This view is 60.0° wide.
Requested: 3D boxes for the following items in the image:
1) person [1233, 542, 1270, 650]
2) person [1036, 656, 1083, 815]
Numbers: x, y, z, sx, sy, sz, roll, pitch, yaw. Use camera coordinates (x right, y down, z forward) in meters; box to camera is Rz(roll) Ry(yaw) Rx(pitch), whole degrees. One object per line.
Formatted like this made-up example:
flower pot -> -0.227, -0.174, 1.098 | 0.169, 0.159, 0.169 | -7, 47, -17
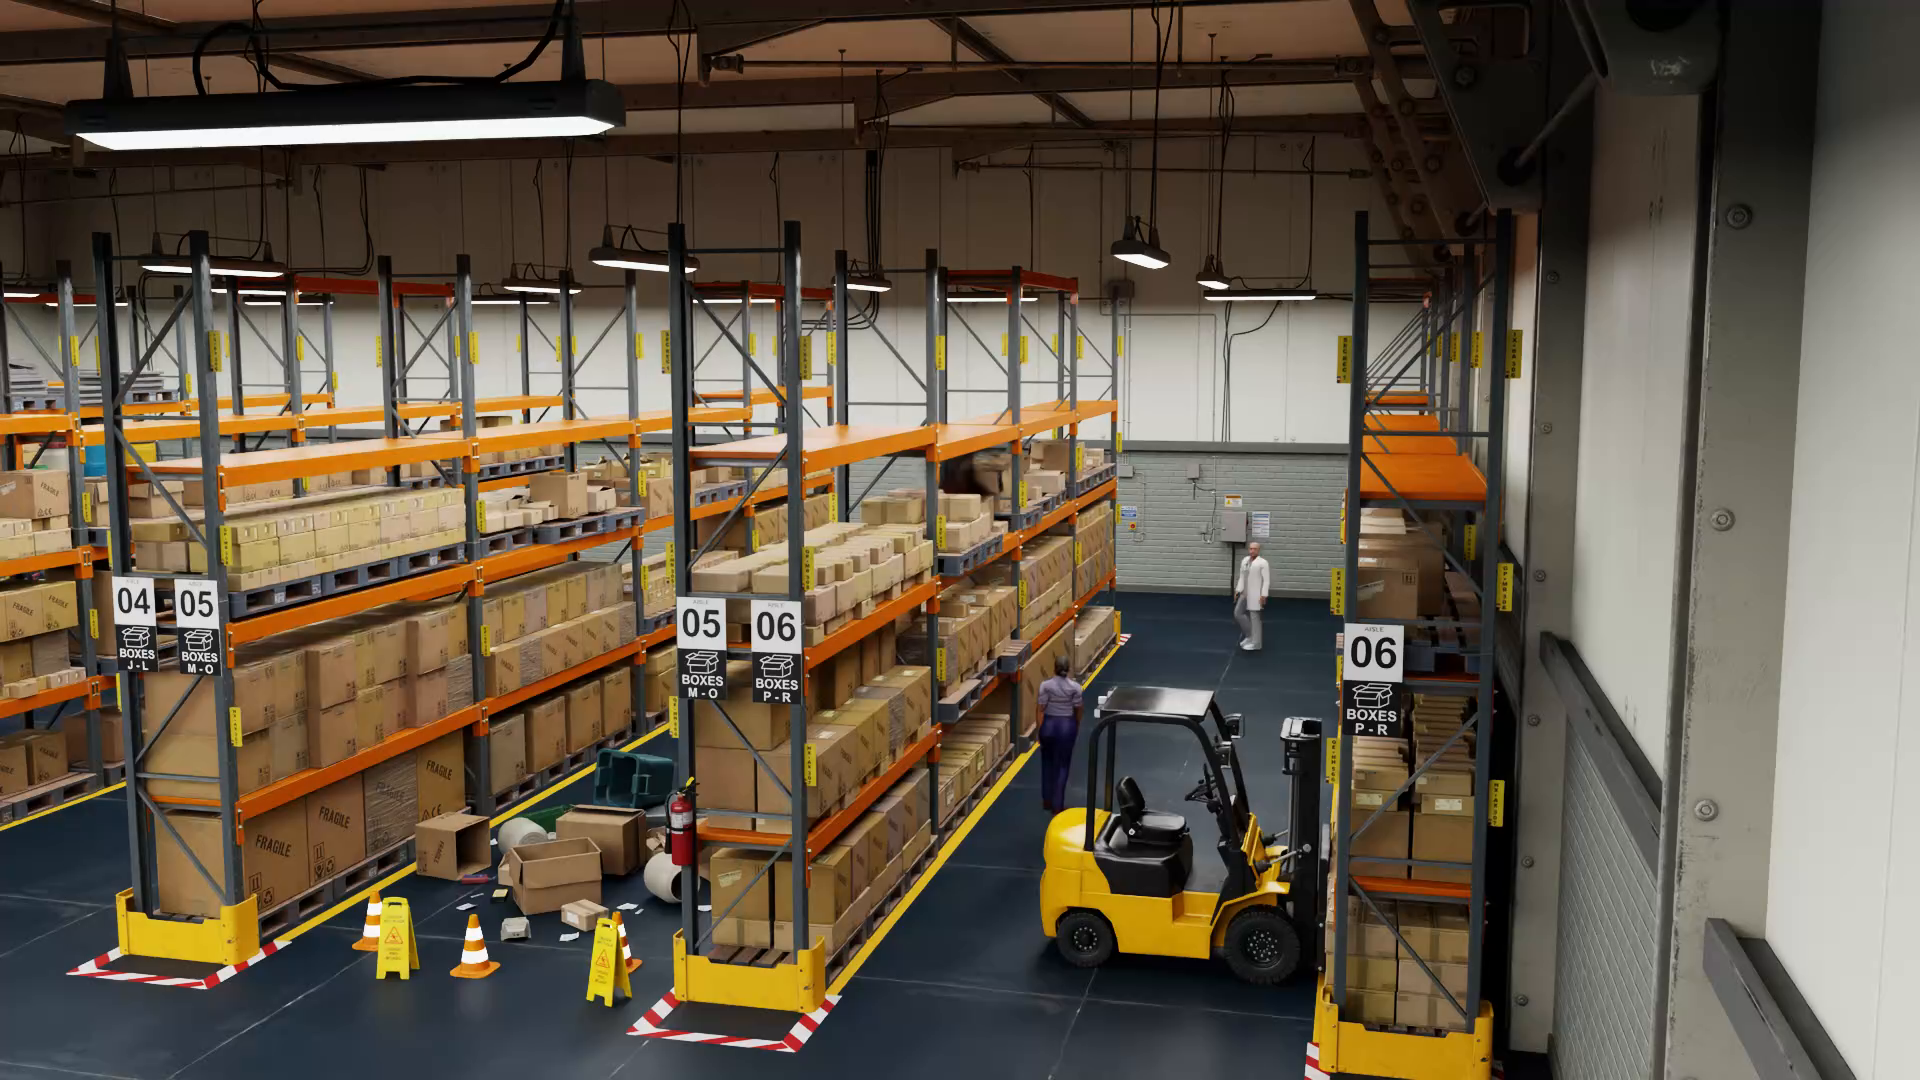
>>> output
person -> 4.838, 0.925, 27.565 | 0.461, 1.790, 0.641 | -3, 8, -23
person -> 1.040, 2.033, 17.161 | 0.459, 1.721, 0.618 | 2, 7, 18
